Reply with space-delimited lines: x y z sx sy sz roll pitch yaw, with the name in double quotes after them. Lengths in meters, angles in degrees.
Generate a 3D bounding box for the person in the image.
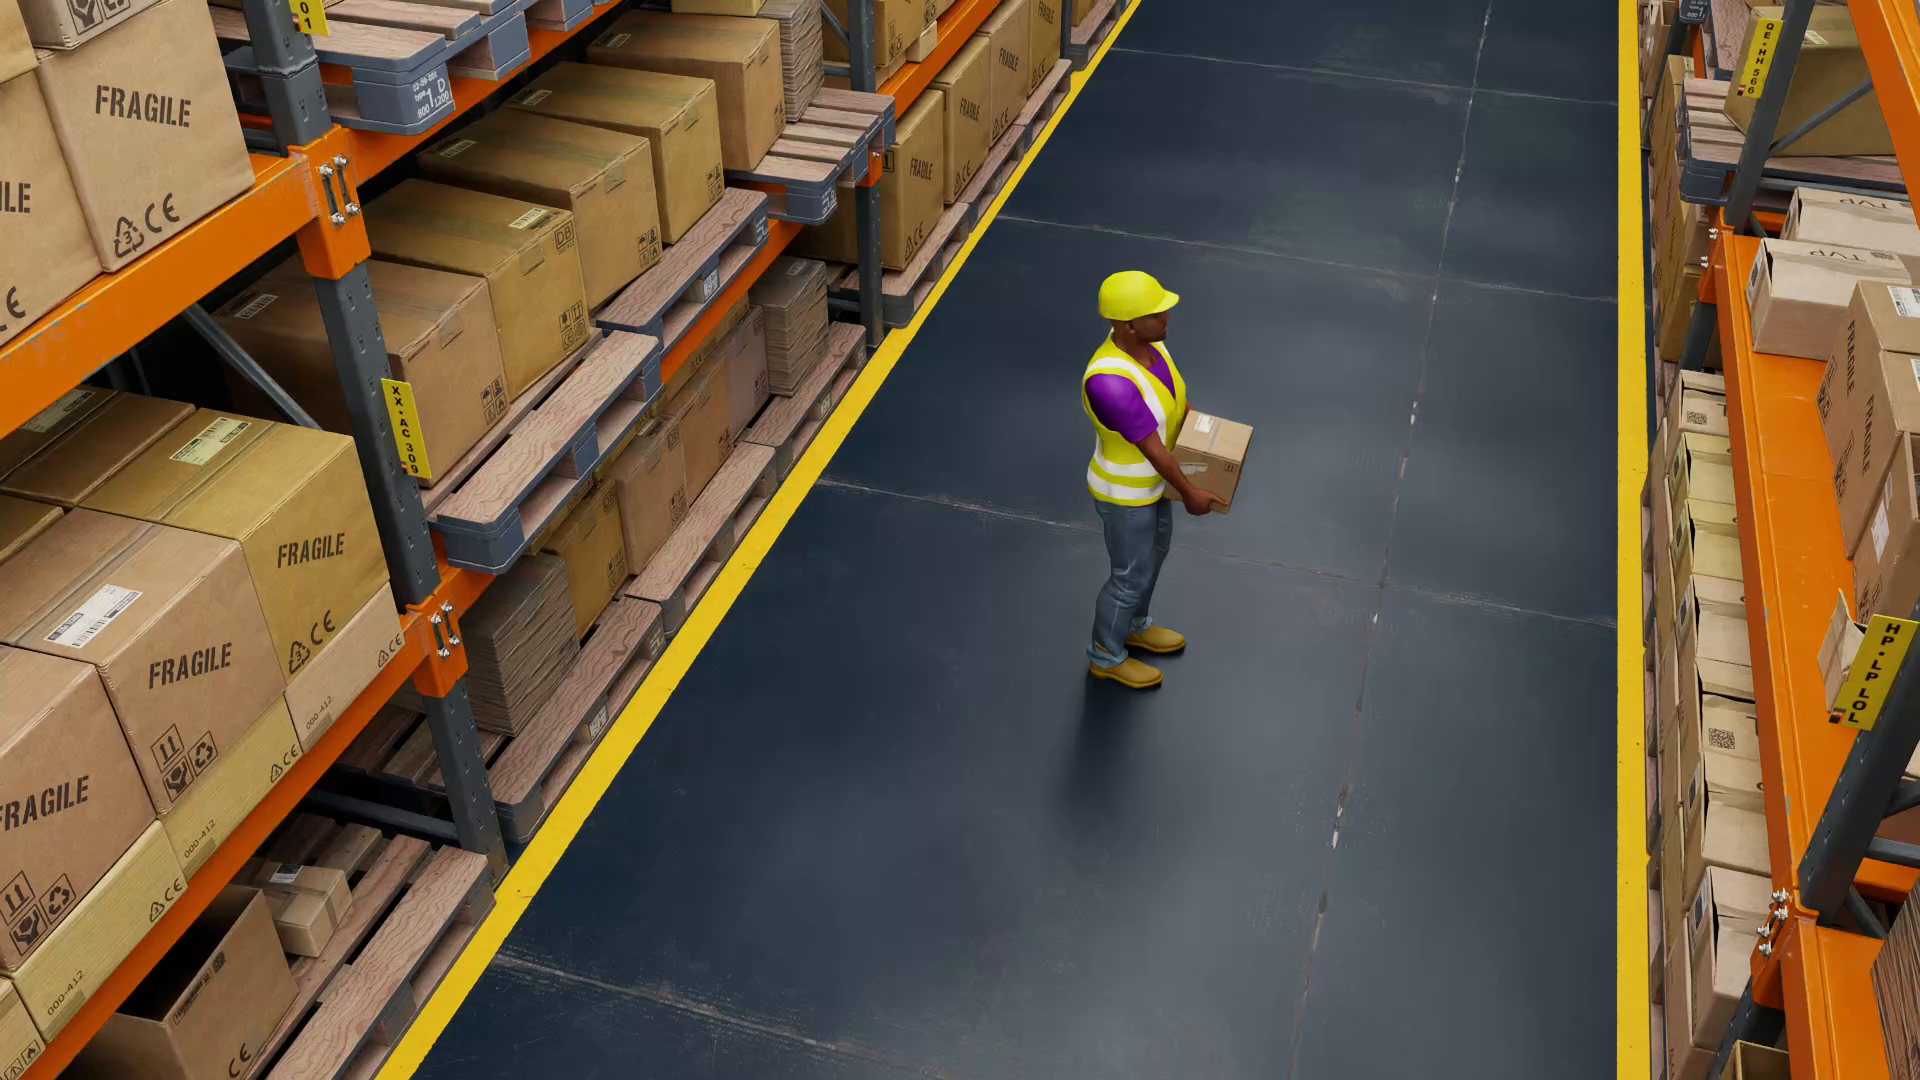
0.770 -0.215 6.423 0.587 1.758 0.503 11 38 15 "person"
